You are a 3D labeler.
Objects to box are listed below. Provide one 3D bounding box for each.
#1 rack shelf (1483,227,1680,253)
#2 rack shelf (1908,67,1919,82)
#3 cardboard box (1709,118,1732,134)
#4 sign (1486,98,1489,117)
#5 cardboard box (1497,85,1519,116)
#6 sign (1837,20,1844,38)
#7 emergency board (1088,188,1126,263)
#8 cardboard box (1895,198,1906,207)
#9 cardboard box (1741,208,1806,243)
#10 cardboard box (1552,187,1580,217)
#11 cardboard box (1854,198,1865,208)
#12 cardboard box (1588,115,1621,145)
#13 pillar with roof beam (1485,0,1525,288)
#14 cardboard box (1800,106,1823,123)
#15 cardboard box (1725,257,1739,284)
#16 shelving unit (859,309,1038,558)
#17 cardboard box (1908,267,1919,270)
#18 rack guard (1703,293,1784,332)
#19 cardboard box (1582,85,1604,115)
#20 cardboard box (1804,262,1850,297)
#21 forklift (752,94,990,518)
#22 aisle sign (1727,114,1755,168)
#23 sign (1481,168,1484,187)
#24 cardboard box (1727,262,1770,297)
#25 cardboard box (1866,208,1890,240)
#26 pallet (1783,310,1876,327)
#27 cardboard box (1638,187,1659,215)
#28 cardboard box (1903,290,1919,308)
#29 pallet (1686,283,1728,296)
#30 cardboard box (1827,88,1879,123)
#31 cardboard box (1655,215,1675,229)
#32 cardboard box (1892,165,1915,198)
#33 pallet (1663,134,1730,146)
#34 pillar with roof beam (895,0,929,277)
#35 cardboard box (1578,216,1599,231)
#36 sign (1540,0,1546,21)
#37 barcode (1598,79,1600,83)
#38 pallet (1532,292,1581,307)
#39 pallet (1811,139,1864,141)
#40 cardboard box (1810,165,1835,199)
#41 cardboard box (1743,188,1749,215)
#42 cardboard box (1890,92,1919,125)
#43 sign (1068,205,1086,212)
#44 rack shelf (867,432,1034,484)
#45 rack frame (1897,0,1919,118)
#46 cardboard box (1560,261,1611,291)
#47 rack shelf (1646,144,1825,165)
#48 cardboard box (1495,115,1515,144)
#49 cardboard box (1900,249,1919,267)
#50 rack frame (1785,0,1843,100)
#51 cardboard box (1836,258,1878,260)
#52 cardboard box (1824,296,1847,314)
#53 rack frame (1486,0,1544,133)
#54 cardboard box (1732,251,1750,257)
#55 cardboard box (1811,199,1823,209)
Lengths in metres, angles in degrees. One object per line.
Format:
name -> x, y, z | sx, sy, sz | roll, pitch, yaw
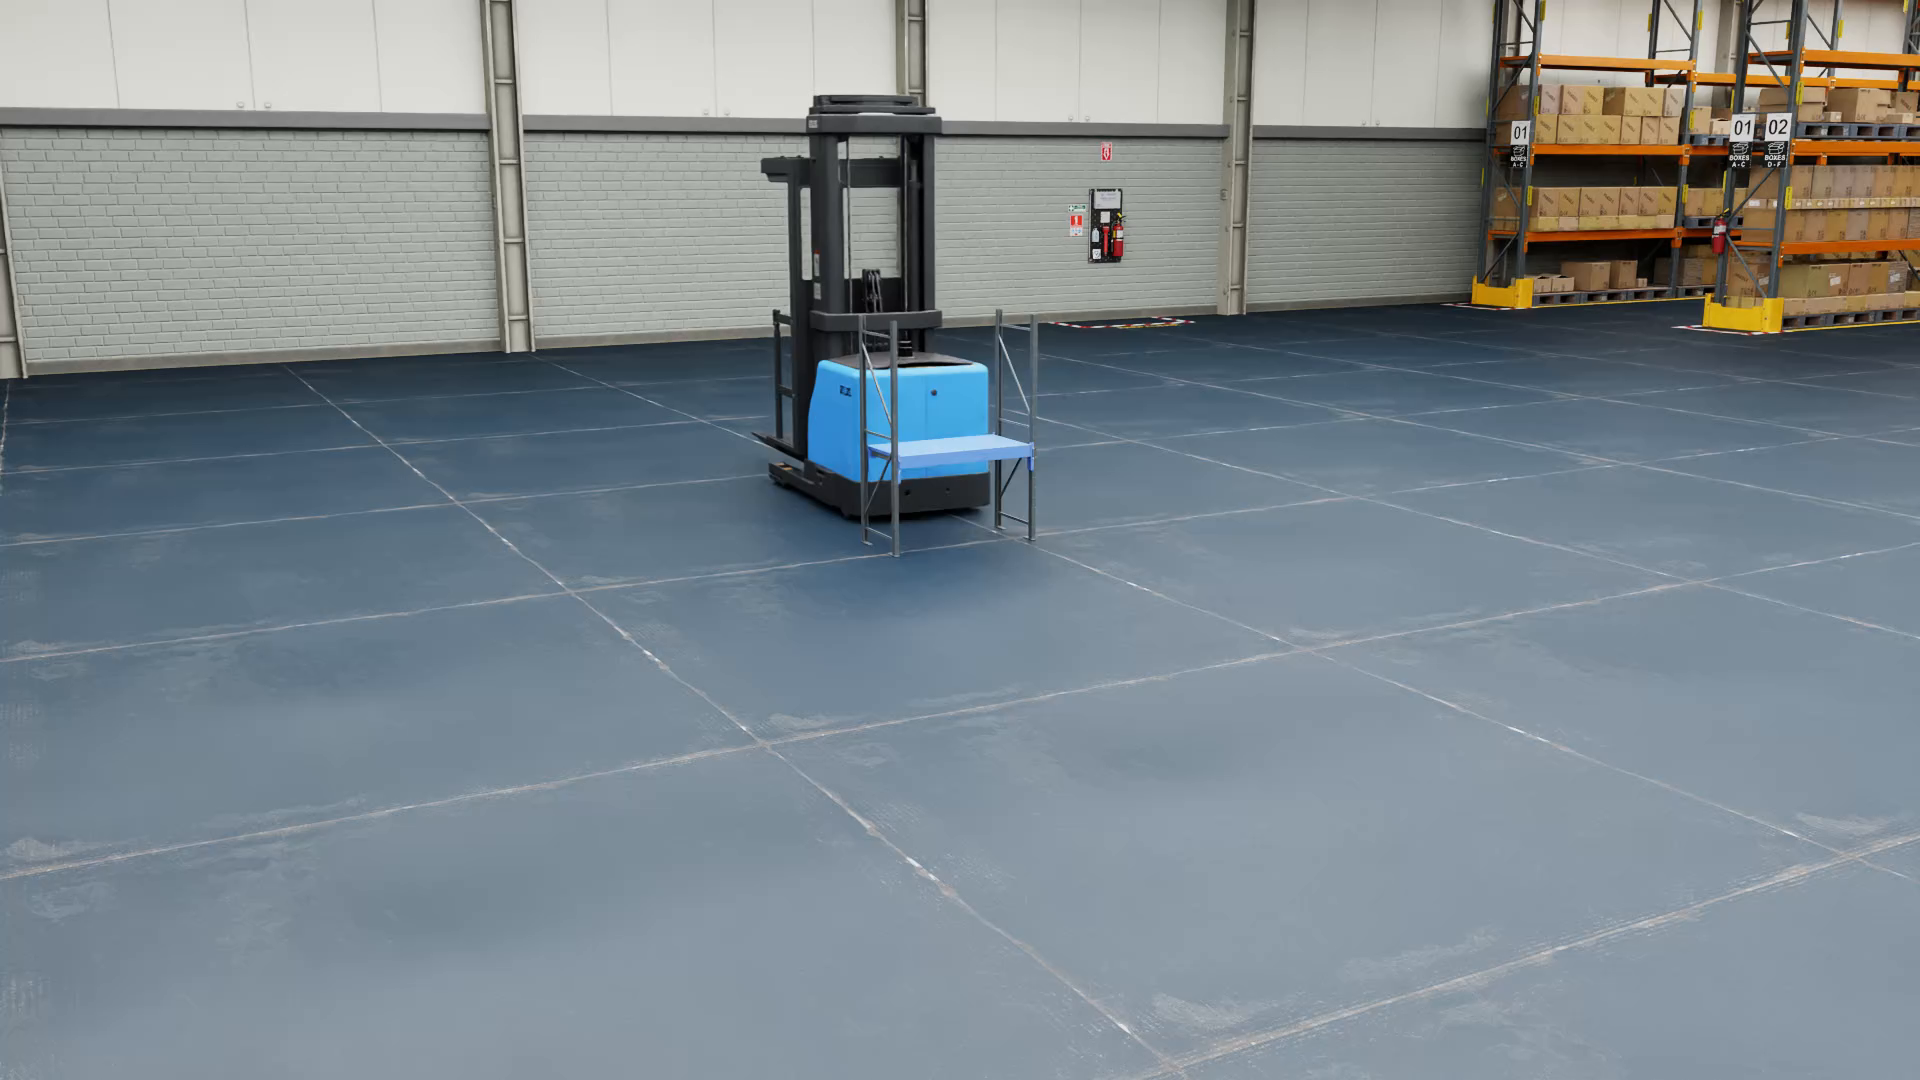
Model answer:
rack shelf -> 11.392, -5.526, 30.470 | 4.000, 0.370, 1.077 | -7, 14, -28
rack shelf -> 17.280, -7.724, 27.485 | 4.000, 0.370, 1.077 | -7, 14, -28
cardboard box -> 14.206, -7.819, 31.435 | 0.500, 0.311, 0.500 | -6, 14, -26
sign -> 9.388, -7.671, 29.514 | 0.005, 0.325, 0.100 | -7, 14, -28
cardboard box -> 9.890, -7.772, 29.429 | 0.500, 0.500, 0.500 | -6, 14, -25
sign -> 16.927, -9.826, 31.966 | 0.005, 0.325, 0.100 | -7, 14, -28
emergency board -> 2.383, -5.023, 26.597 | 0.643, 1.169, 0.194 | -7, 14, -28
cardboard box -> 14.712, -5.347, 26.331 | 0.250, 0.149, 0.380 | -7, 14, -28
cardboard box -> 12.429, -4.808, 25.412 | 0.500, 0.500, 0.700 | -7, 14, -28
cardboard box -> 10.638, -6.011, 29.576 | 0.500, 0.500, 0.500 | -7, 14, -28
cardboard box -> 13.810, -5.239, 25.850 | 0.250, 0.149, 0.380 | -7, 14, -27
cardboard box -> 11.452, -7.341, 29.791 | 0.500, 0.500, 0.500 | -6, 14, -24
pillar with roof beam -> 11.899, -8.004, 26.179 | 0.400, 9.000, 9.100 | -7, 14, -28
cardboard box -> 12.898, -6.548, 25.606 | 0.500, 0.250, 0.500 | -7, 14, -28
cardboard box -> 14.682, -5.273, 32.399 | 0.500, 0.500, 0.700 | -7, 14, -27
shelving unit -> -0.075, -0.723, 10.905 | 1.048, 1.500, 0.538 | -7, 14, -28
cardboard box -> 16.196, -4.424, 27.963 | 0.500, 0.311, 0.500 | -6, 14, -26
rack guard -> 11.992, -3.490, 25.479 | 0.348, 0.500, 1.175 | -7, 14, -28
cardboard box -> 11.000, -7.769, 29.416 | 0.500, 0.500, 0.500 | -6, 14, -26
cardboard box -> 13.461, -4.063, 25.930 | 0.500, 0.500, 0.500 | -7, 14, -28
forklift -> -0.849, -1.865, 12.720 | 1.130, 2.935, 3.031 | -6, 14, -24
aisle sign -> 11.815, -6.030, 25.151 | 0.004, 0.787, 0.394 | -7, 14, -28
sign -> 9.388, -6.495, 29.779 | 0.005, 0.325, 0.100 | -7, 14, -28
cardboard box -> 12.341, -4.055, 25.895 | 0.500, 0.500, 0.500 | -7, 14, -28
cardboard box -> 14.236, -5.025, 26.379 | 0.500, 0.500, 0.700 | -7, 14, -27
pallet -> 13.734, -3.568, 26.482 | 1.213, 0.211, 1.003 | -7, 14, -28
cardboard box -> 12.445, -6.227, 30.534 | 0.500, 0.500, 0.500 | -7, 14, -28
cardboard box -> 15.222, -3.906, 26.938 | 0.500, 0.250, 0.500 | -7, 14, -28
pallet -> 14.902, -4.938, 32.571 | 1.213, 0.211, 1.003 | -7, 14, -28
cardboard box -> 13.602, -6.620, 25.356 | 0.500, 0.500, 0.500 | -7, 14, -28
cardboard box -> 12.877, -5.916, 30.859 | 0.500, 0.250, 0.500 | -7, 14, -28
cardboard box -> 14.695, -5.713, 26.482 | 0.500, 0.500, 0.700 | -7, 14, -28
pallet -> 13.740, -7.503, 31.214 | 1.003, 0.211, 1.213 | -7, 14, -28
pillar with roof beam -> 1.366, -6.742, 20.569 | 0.400, 9.000, 9.100 | -7, 14, -28
cardboard box -> 11.116, -5.703, 29.914 | 0.500, 0.250, 0.500 | -7, 15, -29
sign -> 9.896, -8.983, 28.221 | 0.005, 0.325, 0.100 | -7, 14, -28
barcode -> 11.721, -8.414, 30.506 | 0.075, 0.075, 0.001 | -7, 14, -28
pallet -> 10.433, -4.393, 30.147 | 1.213, 0.211, 1.003 | -7, 14, -28
pallet -> 17.198, -7.957, 33.233 | 1.003, 0.211, 1.213 | -6, 14, -25
cardboard box -> 12.935, -5.503, 25.545 | 0.500, 0.500, 0.700 | -7, 15, -29
cardboard box -> 15.168, -6.585, 32.307 | 0.500, 0.500, 0.700 | -7, 14, -28
cardboard box -> 14.956, -6.916, 26.674 | 0.500, 0.500, 0.500 | -6, 14, -23
sign -> 1.856, -5.259, 26.359 | 0.331, 0.109, 0.001 | -7, 14, -28
rack shelf -> -0.075, -0.547, 10.944 | 1.000, 0.185, 0.538 | -7, 14, -28
rack frame -> 15.524, -8.060, 26.427 | 0.127, 3.000, 1.000 | -7, 14, -28
cardboard box -> 11.455, -4.845, 30.495 | 0.500, 0.500, 0.700 | -8, 15, -31
rack shelf -> 14.903, -7.410, 32.010 | 4.000, 0.370, 1.077 | -7, 14, -28
cardboard box -> 9.881, -7.281, 29.525 | 0.500, 0.500, 0.500 | -6, 14, -24
cardboard box -> 19.661, -5.992, 34.840 | 0.750, 0.750, 0.750 | -7, 14, -27
rack frame -> 16.658, -9.435, 32.537 | 0.127, 3.000, 1.000 | -7, 14, -28
cardboard box -> 14.532, -4.320, 27.070 | 0.500, 0.500, 0.500 | -7, 14, -28
cardboard box -> 13.467, -3.695, 26.002 | 0.500, 0.250, 0.500 | -7, 14, -28
rack frame -> 9.636, -8.593, 28.797 | 0.127, 3.000, 1.000 | -7, 14, -28
cardboard box -> 15.072, -5.680, 32.501 | 0.500, 0.250, 0.500 | -7, 14, -28
cardboard box -> 12.911, -5.132, 25.374 | 0.250, 0.149, 0.380 | -7, 14, -28
